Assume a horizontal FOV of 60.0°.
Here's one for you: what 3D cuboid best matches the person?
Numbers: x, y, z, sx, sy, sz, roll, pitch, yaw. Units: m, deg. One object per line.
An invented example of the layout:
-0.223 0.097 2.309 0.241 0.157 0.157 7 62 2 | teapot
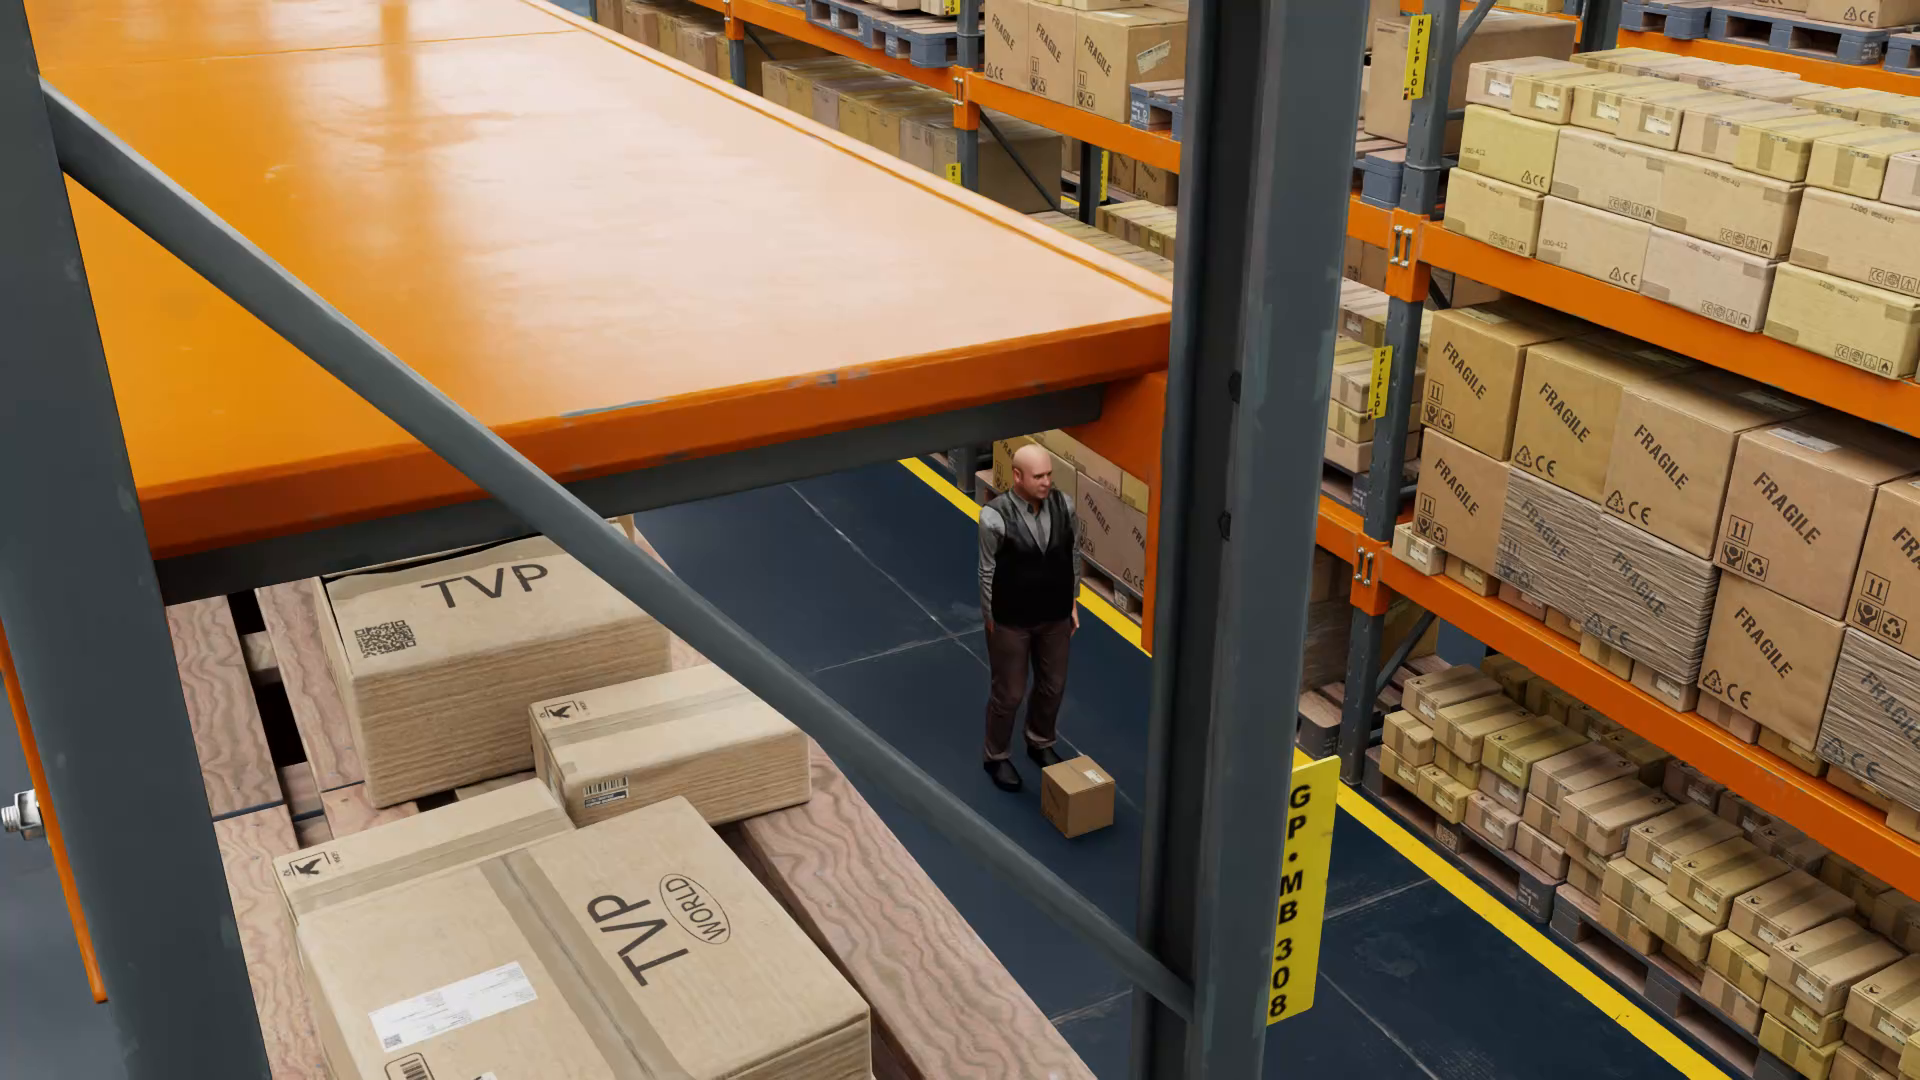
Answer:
0.340 0.364 7.893 0.532 1.728 0.360 -12 28 -24 | person
